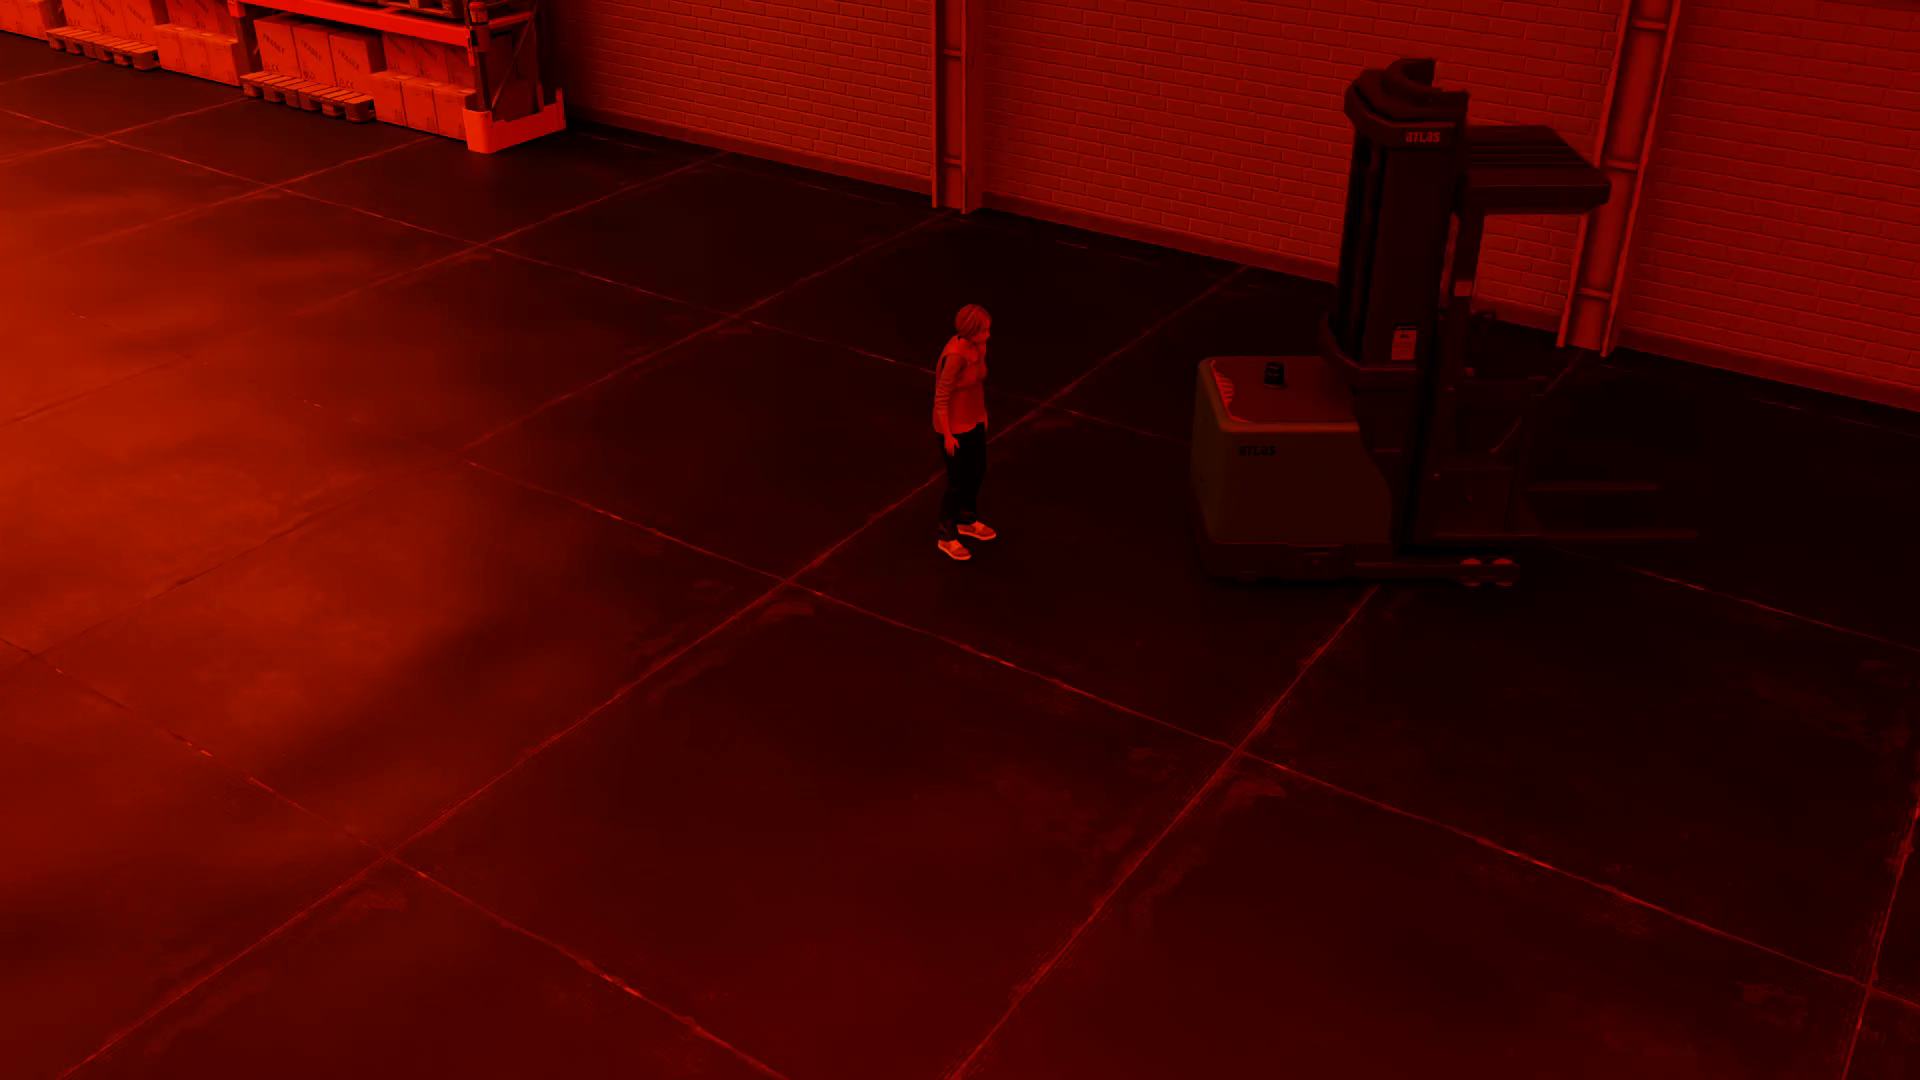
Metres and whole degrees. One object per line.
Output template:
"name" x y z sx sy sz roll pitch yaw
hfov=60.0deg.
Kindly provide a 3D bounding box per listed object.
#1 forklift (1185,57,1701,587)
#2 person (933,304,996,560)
"forklift" 2.983 -1.255 9.742 3.031 2.935 1.130 -1 30 -1
"person" 0.021 -0.684 10.095 0.344 1.591 0.467 17 34 27
